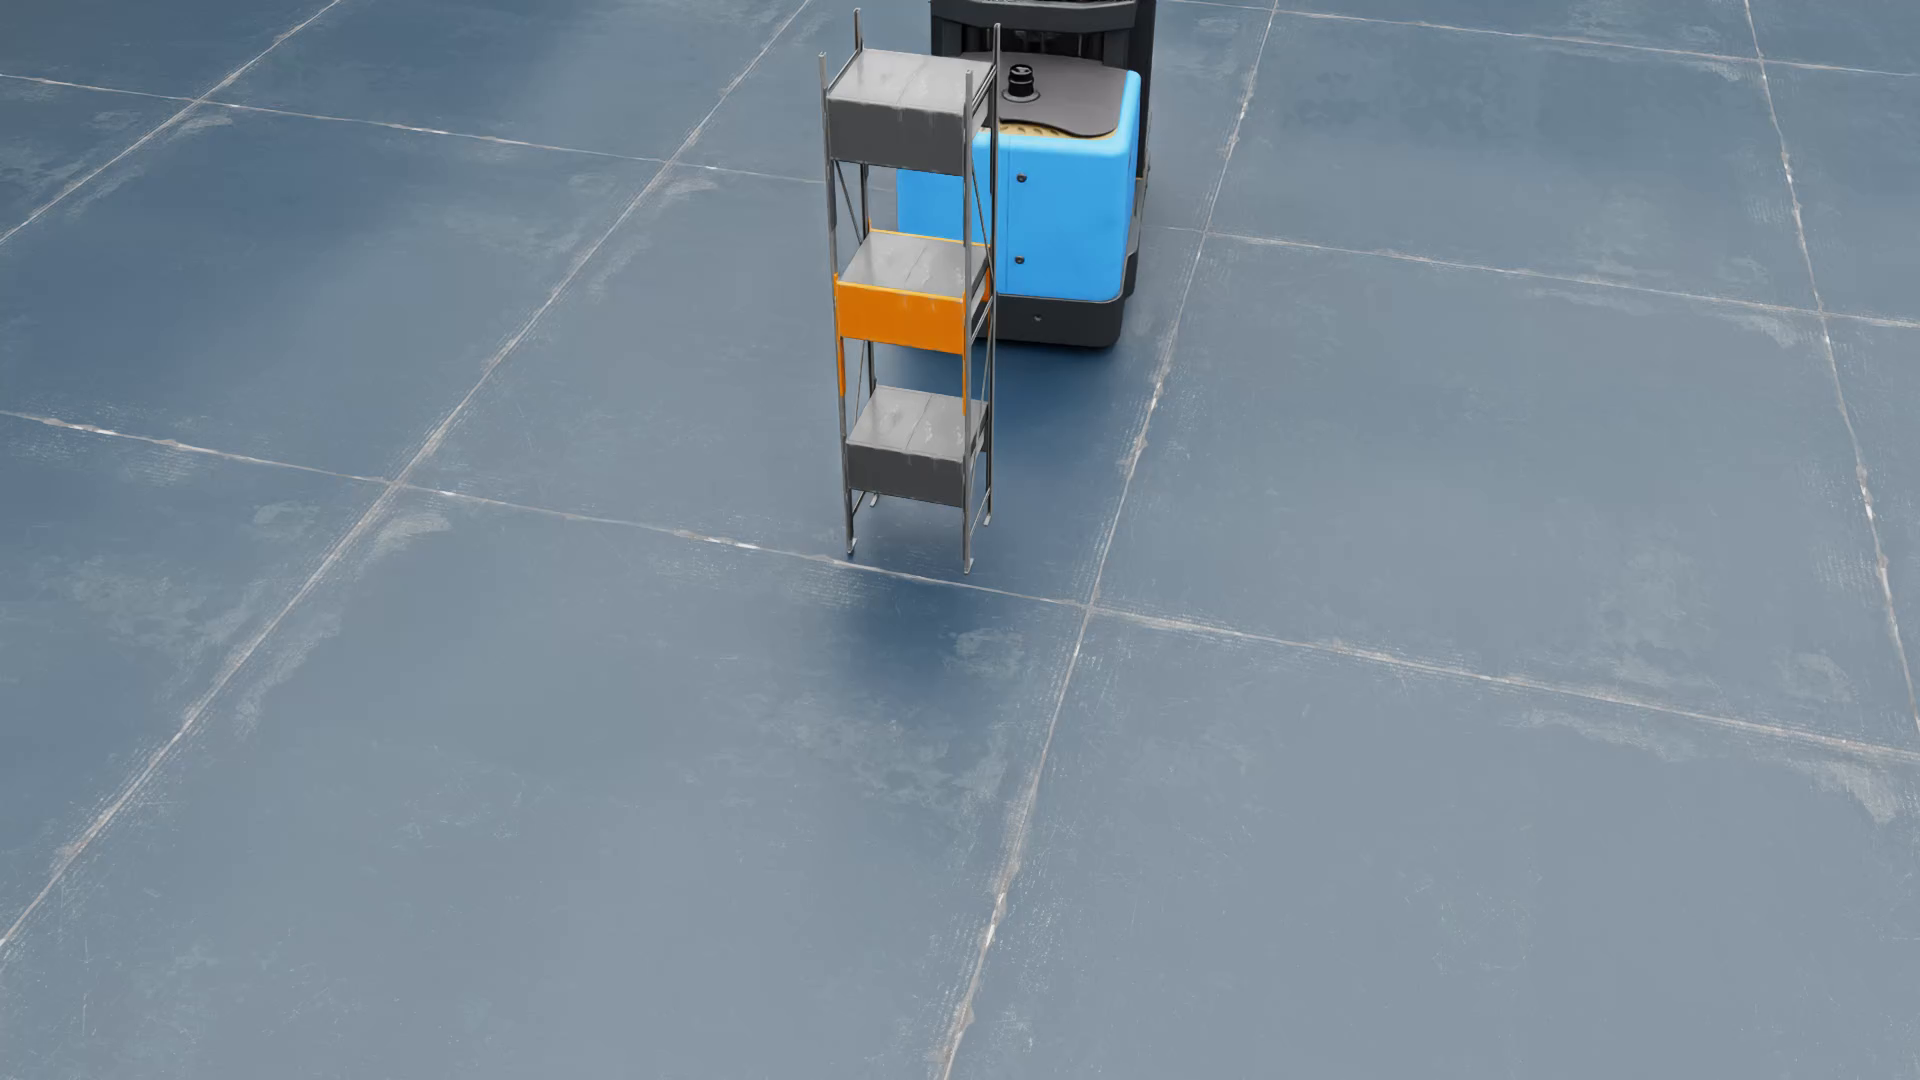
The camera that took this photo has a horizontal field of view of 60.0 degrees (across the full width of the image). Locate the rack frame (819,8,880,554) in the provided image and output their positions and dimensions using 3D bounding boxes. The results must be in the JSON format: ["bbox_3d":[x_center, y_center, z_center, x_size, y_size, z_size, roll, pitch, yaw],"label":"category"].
[{"bbox_3d":[-0.396,-0.872,6.156,0.015,2.100,0.400,10,41,11],"label":"rack frame"}]

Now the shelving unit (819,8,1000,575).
[{"bbox_3d":[-0.160,-0.832,6.107,0.503,2.100,0.431,10,41,11],"label":"shelving unit"}]

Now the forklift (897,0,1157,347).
[{"bbox_3d":[0.437,-2.964,8.000,1.130,2.935,3.031,6,40,7],"label":"forklift"}]

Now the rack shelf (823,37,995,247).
[{"bbox_3d":[-0.160,-1.357,5.666,0.480,0.518,0.431,10,41,11],"label":"rack shelf"}]

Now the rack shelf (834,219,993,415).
[{"bbox_3d":[-0.160,-0.821,6.116,0.480,0.518,0.431,10,41,11],"label":"rack shelf"}]

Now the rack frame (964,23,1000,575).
[{"bbox_3d":[0.076,-0.791,6.059,0.015,2.100,0.400,10,41,11],"label":"rack frame"}]

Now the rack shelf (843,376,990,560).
[{"bbox_3d":[-0.160,-0.285,6.566,0.480,0.518,0.431,10,41,11],"label":"rack shelf"}]
